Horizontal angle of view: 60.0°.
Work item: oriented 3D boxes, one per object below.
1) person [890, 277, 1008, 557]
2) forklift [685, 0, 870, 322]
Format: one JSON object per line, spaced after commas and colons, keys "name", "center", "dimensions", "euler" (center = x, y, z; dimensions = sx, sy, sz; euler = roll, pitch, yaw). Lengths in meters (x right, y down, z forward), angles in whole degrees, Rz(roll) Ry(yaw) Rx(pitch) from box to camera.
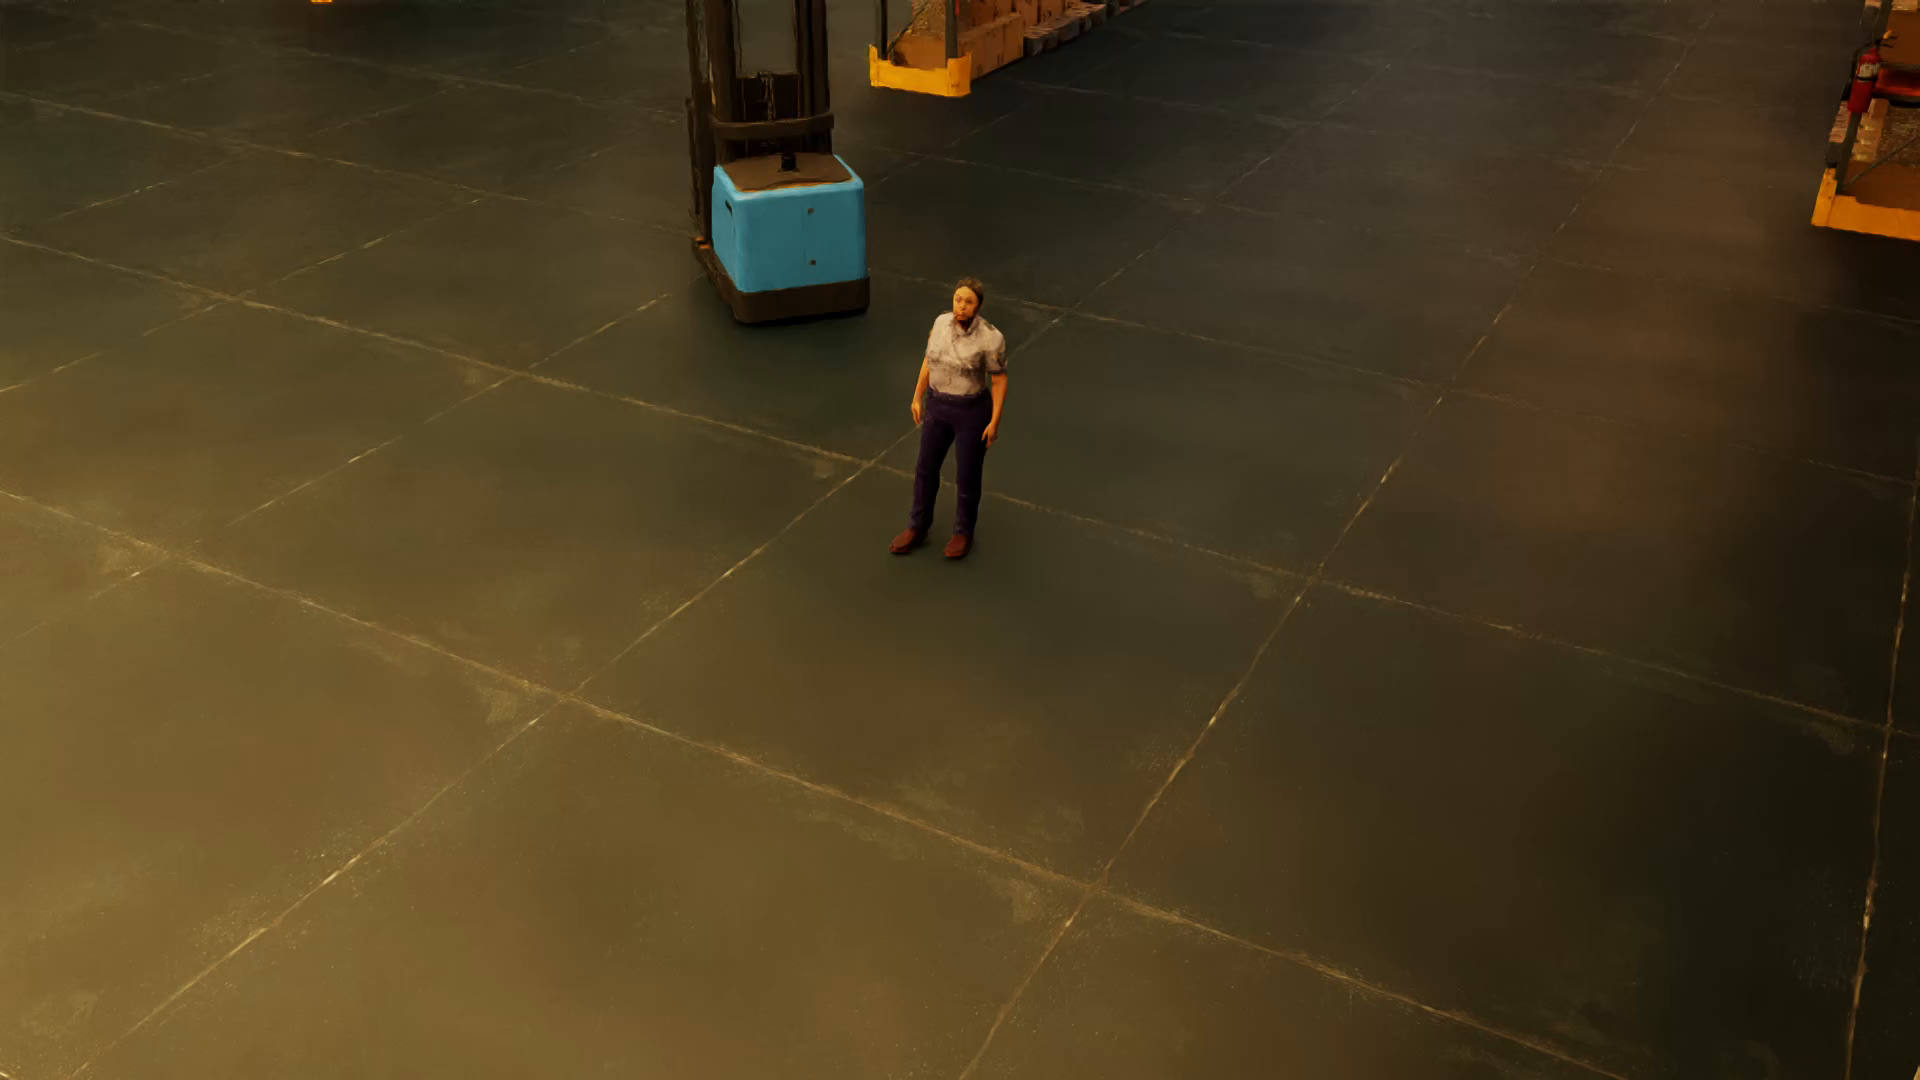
{"name": "person", "center": [-0.063, -0.686, 9.529], "dimensions": [0.599, 1.650, 0.502], "euler": [15, 33, 25]}
{"name": "forklift", "center": [-1.661, -3.663, 13.418], "dimensions": [1.130, 2.935, 3.031], "euler": [-10, 31, -16]}
